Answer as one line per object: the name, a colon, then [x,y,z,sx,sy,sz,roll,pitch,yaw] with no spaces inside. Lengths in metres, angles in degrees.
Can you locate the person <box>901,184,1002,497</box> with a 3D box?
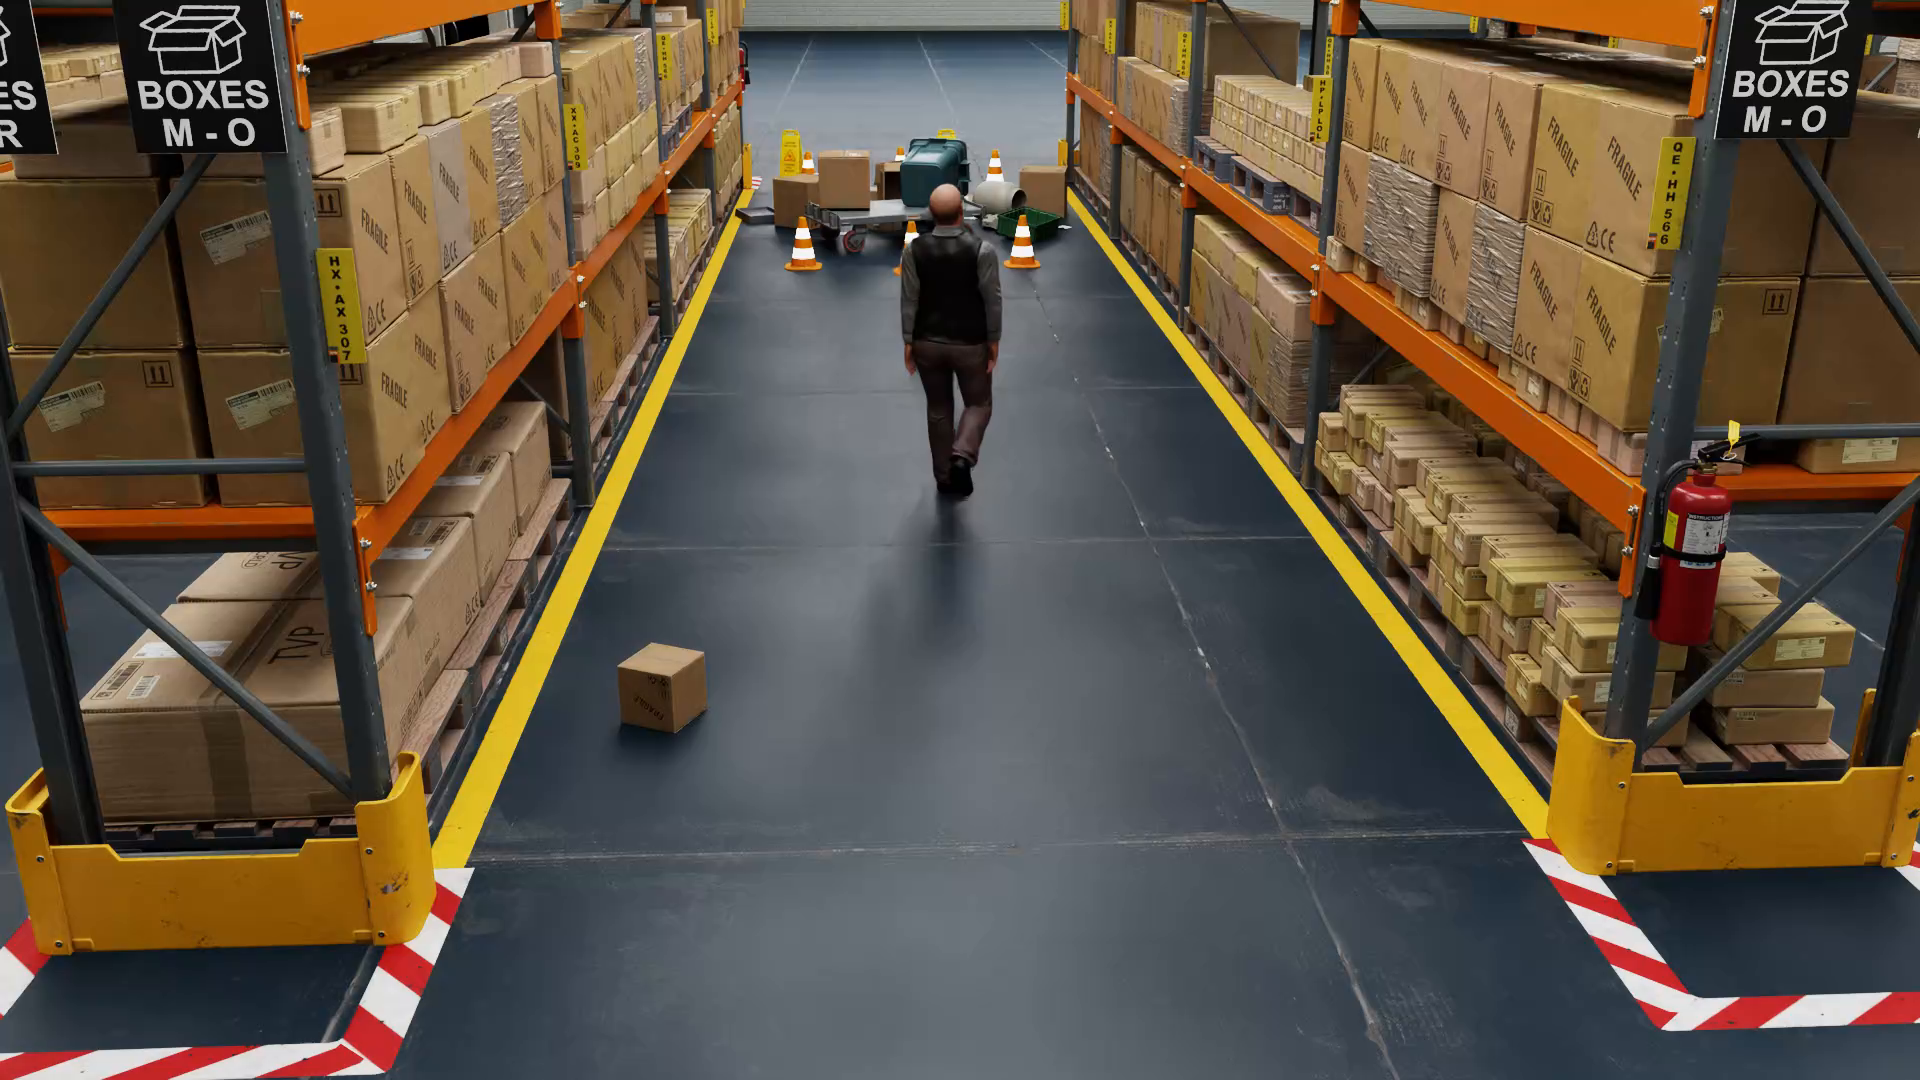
person: [-0.043,-1.043,8.900,0.542,1.703,0.697,3,20,8]
